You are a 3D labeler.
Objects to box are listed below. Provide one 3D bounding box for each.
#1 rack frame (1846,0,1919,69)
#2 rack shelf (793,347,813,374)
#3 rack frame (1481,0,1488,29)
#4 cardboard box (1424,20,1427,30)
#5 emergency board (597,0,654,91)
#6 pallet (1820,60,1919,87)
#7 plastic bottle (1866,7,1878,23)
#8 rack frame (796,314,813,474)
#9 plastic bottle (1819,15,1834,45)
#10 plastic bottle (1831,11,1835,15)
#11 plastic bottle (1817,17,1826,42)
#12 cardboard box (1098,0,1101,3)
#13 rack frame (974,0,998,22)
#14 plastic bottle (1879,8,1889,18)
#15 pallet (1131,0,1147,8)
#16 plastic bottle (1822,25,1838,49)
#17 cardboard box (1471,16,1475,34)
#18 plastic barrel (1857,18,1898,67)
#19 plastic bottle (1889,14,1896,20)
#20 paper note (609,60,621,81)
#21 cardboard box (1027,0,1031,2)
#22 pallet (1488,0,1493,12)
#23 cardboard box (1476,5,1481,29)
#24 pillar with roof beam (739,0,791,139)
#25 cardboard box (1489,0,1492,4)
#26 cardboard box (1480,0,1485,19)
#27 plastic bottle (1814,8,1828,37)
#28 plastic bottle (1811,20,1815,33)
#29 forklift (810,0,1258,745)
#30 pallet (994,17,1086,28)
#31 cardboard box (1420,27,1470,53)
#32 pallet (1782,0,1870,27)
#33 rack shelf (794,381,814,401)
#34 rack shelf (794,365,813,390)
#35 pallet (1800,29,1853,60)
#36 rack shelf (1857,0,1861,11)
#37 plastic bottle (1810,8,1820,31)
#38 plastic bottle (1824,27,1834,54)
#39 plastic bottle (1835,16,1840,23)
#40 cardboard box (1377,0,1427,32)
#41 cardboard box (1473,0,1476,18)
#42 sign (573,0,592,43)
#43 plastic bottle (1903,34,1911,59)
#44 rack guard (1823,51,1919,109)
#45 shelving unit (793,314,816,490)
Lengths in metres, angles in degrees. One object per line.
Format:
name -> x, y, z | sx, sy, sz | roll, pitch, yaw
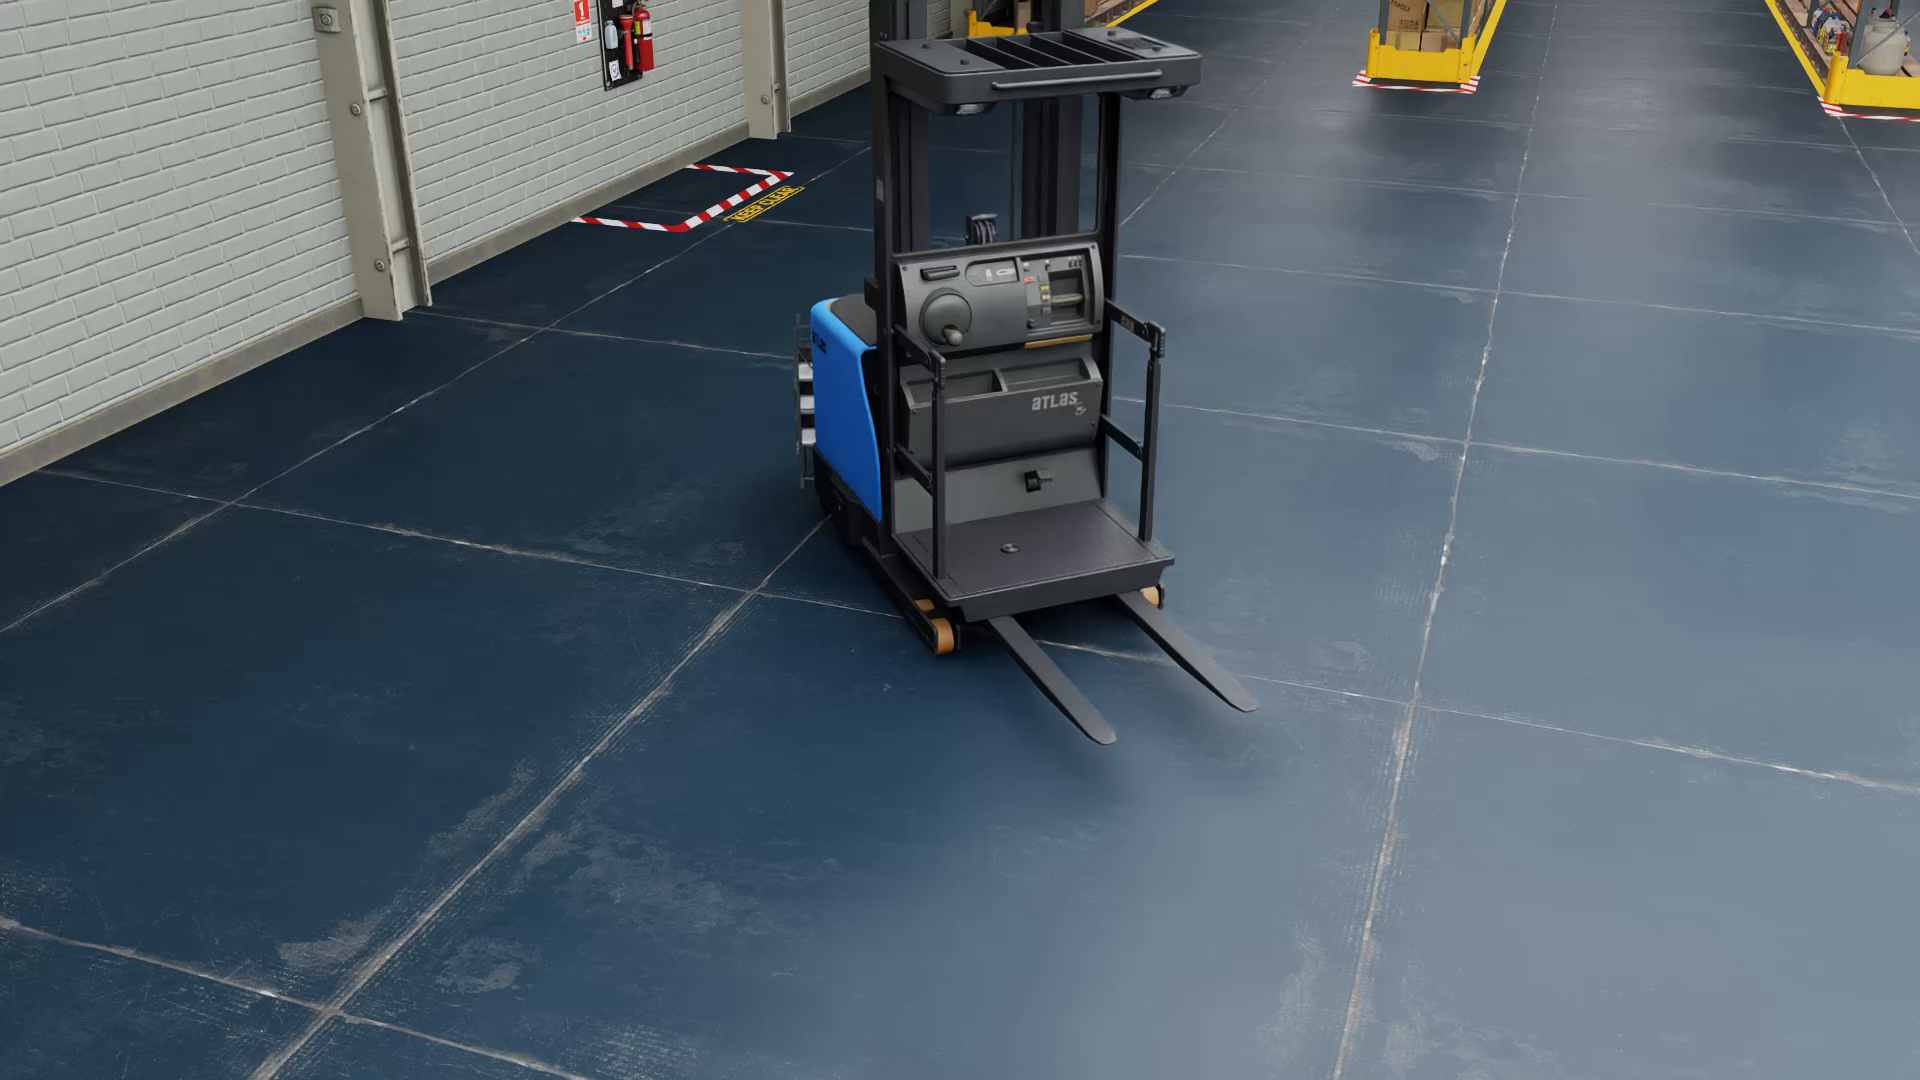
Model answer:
rack frame -> 10.009, -6.028, 17.259 | 1.000, 3.000, 0.127 | 9, 27, 17
rack shelf -> -0.728, -0.931, 8.597 | 0.258, 0.077, 0.200 | 0, 26, -1
rack frame -> 6.670, -8.392, 22.140 | 1.000, 3.000, 0.127 | 9, 27, 17
cardboard box -> 5.394, -6.170, 20.225 | 0.500, 0.250, 0.500 | 9, 27, 17
emergency board -> -2.771, -4.402, 13.901 | 0.194, 1.169, 0.643 | 9, 27, 17
pallet -> 10.265, -5.144, 18.633 | 1.003, 0.211, 1.213 | 9, 27, 17
plastic bottle -> 11.262, -6.392, 20.545 | 0.144, 0.351, 0.185 | 9, 27, 17
rack frame -> -0.729, -0.762, 8.792 | 0.240, 0.900, 0.006 | 0, 26, -1
plastic bottle -> 10.476, -6.154, 20.053 | 0.144, 0.351, 0.185 | 9, 27, 17
plastic bottle -> 10.840, -6.428, 20.697 | 0.061, 0.283, 0.133 | 9, 27, 17
plastic bottle -> 10.523, -6.237, 20.301 | 0.061, 0.283, 0.133 | 10, 28, 20
cardboard box -> 1.690, -7.749, 23.177 | 0.500, 0.500, 0.500 | 7, 27, 14
rack frame -> 0.667, -7.465, 20.226 | 1.000, 3.000, 0.127 | 9, 27, 17
plastic bottle -> 11.398, -6.371, 20.502 | 0.144, 0.351, 0.185 | 8, 27, 16
pallet -> 2.256, -8.174, 24.890 | 1.003, 0.211, 1.213 | 9, 27, 17
plastic bottle -> 10.363, -5.975, 19.770 | 0.152, 0.276, 0.135 | 8, 27, 16
cardboard box -> 6.057, -6.299, 20.491 | 0.500, 0.250, 0.500 | 9, 27, 17
plastic barrel -> 10.323, -5.585, 18.716 | 0.421, 0.512, 0.421 | 0, 26, 0
plastic bottle -> 11.226, -6.160, 20.065 | 0.144, 0.351, 0.185 | 9, 27, 17
paper note -> -2.895, -3.943, 13.963 | 0.016, 0.148, 0.142 | 9, 27, 17
cardboard box -> 1.172, -6.958, 21.760 | 0.500, 0.311, 0.500 | 11, 28, 22
pallet -> 7.283, -7.948, 24.424 | 1.003, 0.211, 1.213 | 9, 27, 17
cardboard box -> 6.394, -6.710, 21.339 | 0.500, 0.250, 0.500 | 9, 27, 17
pillar with roof beam -> 2.147, -7.488, 13.390 | 9.100, 9.000, 0.400 | 9, 27, 17
cardboard box -> 7.210, -7.683, 23.350 | 0.500, 0.250, 0.500 | 9, 27, 19
cardboard box -> 6.722, -7.121, 22.189 | 0.500, 0.250, 0.500 | 9, 27, 17
plastic bottle -> 10.680, -6.406, 20.574 | 0.144, 0.351, 0.185 | 10, 27, 19
plastic bottle -> 10.753, -6.460, 20.856 | 0.097, 0.201, 0.097 | 0, 26, 0
forklift -> 0.268, -1.025, 7.004 | 1.130, 2.935, 3.031 | -10, 28, -20
pallet -> 0.996, -6.570, 21.577 | 1.003, 0.211, 1.213 | 9, 27, 17
cardboard box -> 5.728, -5.888, 19.642 | 0.500, 0.250, 0.500 | 9, 27, 17
pallet -> 11.969, -7.248, 22.979 | 1.003, 0.211, 1.213 | 9, 27, 17
rack shelf -> -0.728, -0.769, 8.676 | 0.258, 0.077, 0.200 | 0, 26, -1
rack shelf -> -0.728, -0.850, 8.636 | 0.258, 0.077, 0.200 | 0, 26, -1
pallet -> 11.077, -6.147, 20.704 | 1.003, 0.211, 1.213 | 9, 27, 17
rack shelf -> 10.675, -6.526, 19.113 | 1.077, 0.370, 4.000 | 9, 27, 17
plastic bottle -> 10.821, -6.575, 21.013 | 0.097, 0.271, 0.097 | 0, 26, 0
plastic bottle -> 10.229, -5.873, 19.550 | 0.061, 0.283, 0.133 | 9, 27, 19
plastic bottle -> 10.746, -6.294, 20.432 | 0.097, 0.271, 0.097 | 0, 26, 0
cardboard box -> 5.237, -6.301, 19.634 | 0.500, 0.500, 0.500 | 9, 27, 17
cardboard box -> 6.046, -6.638, 20.331 | 0.500, 0.500, 0.500 | 9, 27, 17
sign -> -3.052, -4.206, 13.454 | 0.001, 0.329, 0.234 | 9, 27, 17
plastic bottle -> 10.906, -5.698, 19.203 | 0.097, 0.271, 0.097 | 0, 26, 0
rack guard -> 9.990, -4.941, 17.882 | 1.175, 0.500, 0.348 | 9, 27, 17
shelving unit -> -0.728, -0.718, 8.700 | 0.258, 0.900, 0.210 | 0, 26, -1
